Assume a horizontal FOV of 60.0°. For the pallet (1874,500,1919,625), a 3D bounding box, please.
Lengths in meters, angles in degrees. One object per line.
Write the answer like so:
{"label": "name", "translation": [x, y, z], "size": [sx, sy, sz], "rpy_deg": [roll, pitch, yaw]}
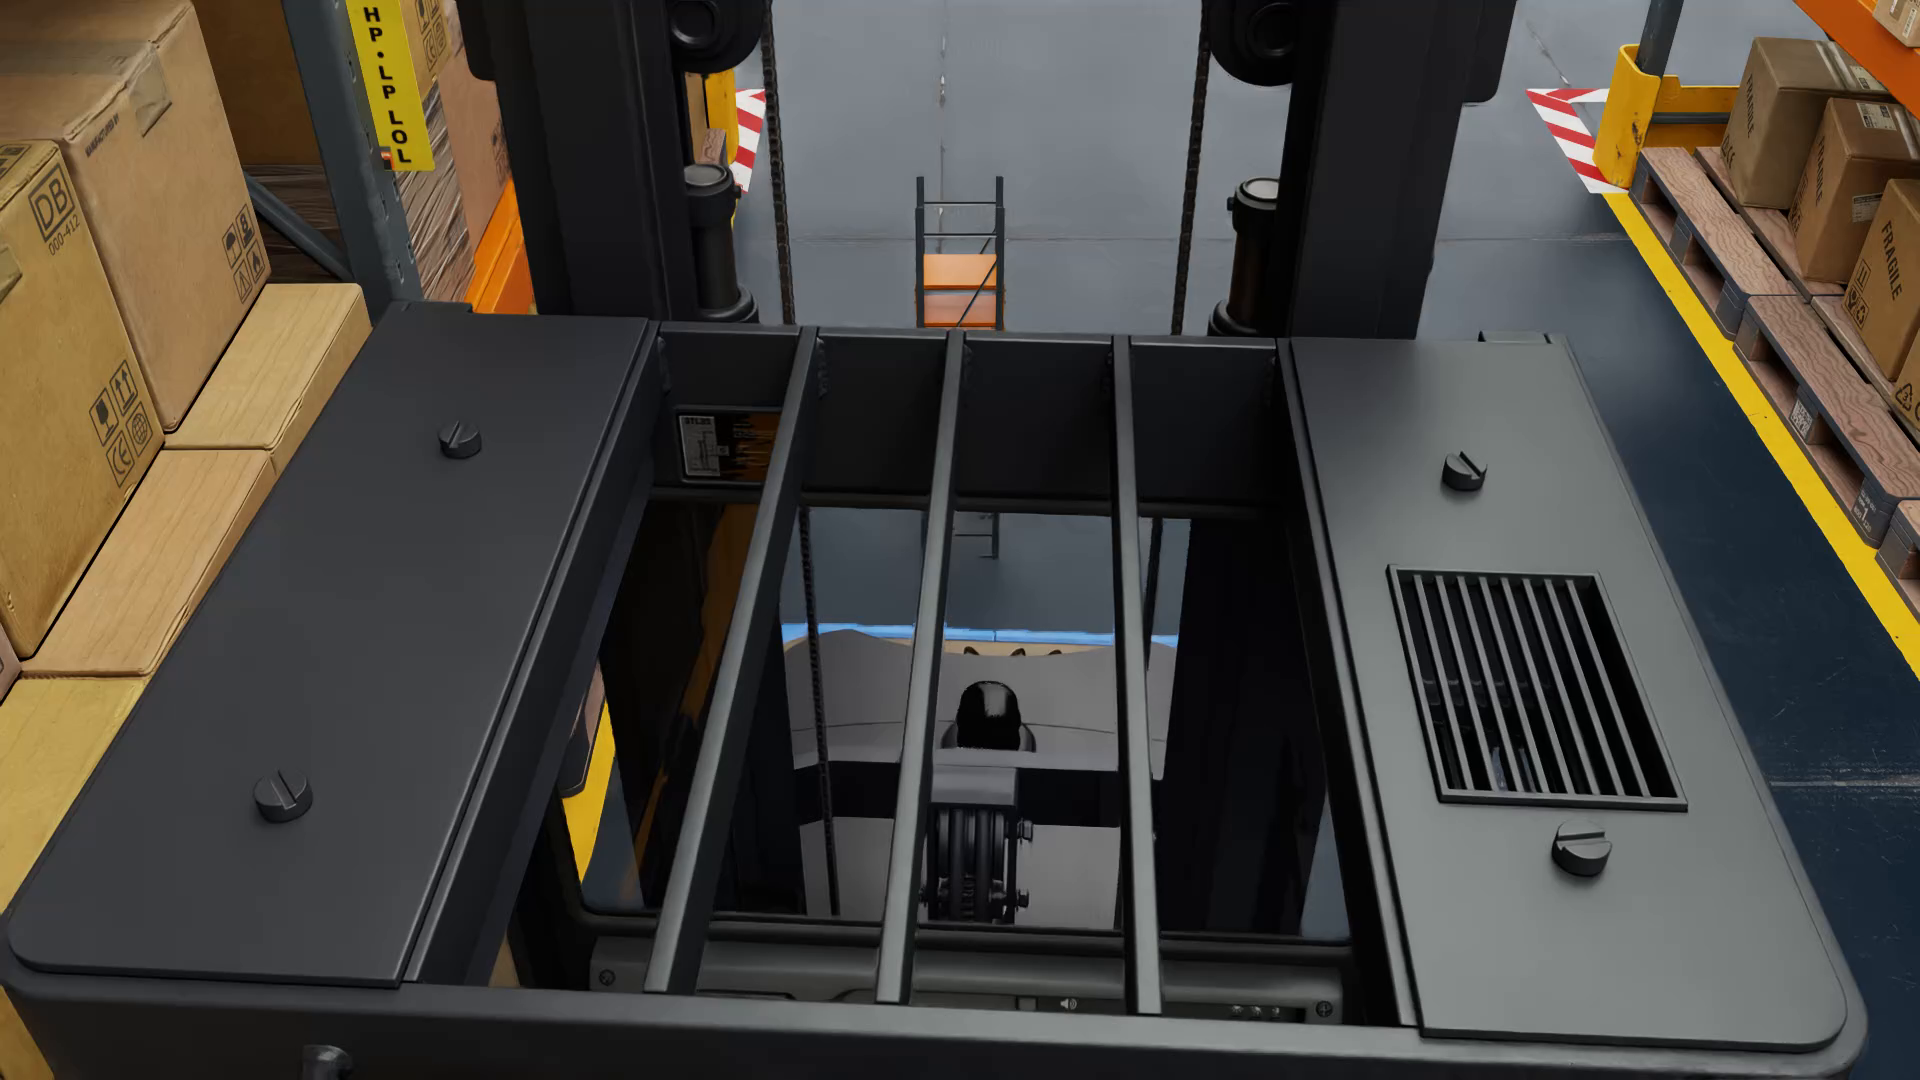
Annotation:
{"label": "pallet", "translation": [3.349, 0.336, 4.662], "size": [1.003, 0.211, 1.213], "rpy_deg": [0, 39, 0]}

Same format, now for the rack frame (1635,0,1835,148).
{"label": "rack frame", "translation": [3.380, -2.834, 6.388], "size": [1.000, 3.000, 0.127], "rpy_deg": [0, 39, 0]}

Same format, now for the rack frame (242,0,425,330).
{"label": "rack frame", "translation": [-1.575, -0.392, 3.341], "size": [1.000, 3.000, 0.127], "rpy_deg": [0, 39, 0]}

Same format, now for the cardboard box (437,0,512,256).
{"label": "cardboard box", "translation": [-1.611, -1.025, 4.011], "size": [0.875, 0.550, 0.550], "rpy_deg": [0, 39, 0]}

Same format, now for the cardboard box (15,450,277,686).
{"label": "cardboard box", "translation": [-1.307, 0.211, 2.508], "size": [0.500, 0.500, 0.500], "rpy_deg": [0, 39, -1]}

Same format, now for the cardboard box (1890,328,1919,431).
{"label": "cardboard box", "translation": [3.337, -0.518, 5.160], "size": [0.500, 0.500, 0.500], "rpy_deg": [-3, 39, -4]}

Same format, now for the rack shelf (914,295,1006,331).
{"label": "rack shelf", "translation": [0.000, -0.630, 4.764], "size": [0.258, 0.103, 0.180], "rpy_deg": [0, 39, 0]}

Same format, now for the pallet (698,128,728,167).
{"label": "pallet", "translation": [-1.501, -1.305, 6.710], "size": [1.003, 0.211, 1.213], "rpy_deg": [0, 39, 0]}

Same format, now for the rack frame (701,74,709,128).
{"label": "rack frame", "translation": [-1.580, -2.894, 6.462], "size": [1.000, 3.000, 0.127], "rpy_deg": [0, 39, 0]}

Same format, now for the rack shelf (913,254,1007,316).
{"label": "rack shelf", "translation": [0.000, -0.724, 4.689], "size": [0.258, 0.103, 0.180], "rpy_deg": [0, 39, 0]}

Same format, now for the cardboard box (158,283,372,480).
{"label": "cardboard box", "translation": [-1.307, -0.105, 2.903], "size": [0.500, 0.500, 0.500], "rpy_deg": [0, 39, 0]}

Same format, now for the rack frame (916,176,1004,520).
{"label": "rack frame", "translation": [0.000, -0.534, 4.957], "size": [0.240, 1.200, 0.006], "rpy_deg": [0, 39, 0]}

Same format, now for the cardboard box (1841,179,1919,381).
{"label": "cardboard box", "translation": [3.381, -0.867, 5.596], "size": [0.500, 0.500, 0.500], "rpy_deg": [3, 39, 4]}

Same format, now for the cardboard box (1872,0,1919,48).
{"label": "cardboard box", "translation": [3.047, -1.619, 5.073], "size": [0.380, 0.149, 0.250], "rpy_deg": [0, 39, 0]}

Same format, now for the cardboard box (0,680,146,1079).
{"label": "cardboard box", "translation": [-1.306, 0.527, 2.114], "size": [0.500, 0.500, 0.500], "rpy_deg": [0, 39, 0]}

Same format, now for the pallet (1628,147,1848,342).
{"label": "pallet", "translation": [3.346, -1.190, 6.566], "size": [1.003, 0.211, 1.213], "rpy_deg": [0, 39, 0]}

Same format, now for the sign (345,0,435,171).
{"label": "sign", "translation": [-1.033, -0.820, 3.012], "size": [0.100, 0.325, 0.005], "rpy_deg": [0, 39, 0]}

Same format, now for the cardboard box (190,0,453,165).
{"label": "cardboard box", "translation": [-1.541, -1.103, 3.244], "size": [0.875, 0.550, 0.550], "rpy_deg": [0, 39, 0]}

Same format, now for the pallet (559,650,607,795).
{"label": "pallet", "translation": [-1.498, 0.220, 4.806], "size": [1.003, 0.211, 1.213], "rpy_deg": [0, 39, 0]}

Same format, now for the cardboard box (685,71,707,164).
{"label": "cardboard box", "translation": [-1.513, -1.804, 6.466], "size": [0.875, 0.875, 0.875], "rpy_deg": [0, 39, 0]}

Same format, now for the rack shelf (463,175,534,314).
{"label": "rack shelf", "translation": [-1.578, -1.362, 5.126], "size": [1.077, 0.370, 4.000], "rpy_deg": [0, 39, 0]}

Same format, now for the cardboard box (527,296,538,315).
{"label": "cardboard box", "translation": [-1.506, -0.120, 4.365], "size": [0.875, 0.875, 0.875], "rpy_deg": [1, 39, 1]}

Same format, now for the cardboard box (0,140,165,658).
{"label": "cardboard box", "translation": [-1.566, -0.189, 2.208], "size": [0.700, 0.500, 0.500], "rpy_deg": [-1, 39, -1]}

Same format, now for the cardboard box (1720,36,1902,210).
{"label": "cardboard box", "translation": [3.364, -1.632, 6.551], "size": [0.500, 0.500, 0.500], "rpy_deg": [7, 39, 8]}

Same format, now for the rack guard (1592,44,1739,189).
{"label": "rack guard", "translation": [3.380, -1.811, 7.110], "size": [1.175, 0.500, 0.348], "rpy_deg": [0, 39, 0]}

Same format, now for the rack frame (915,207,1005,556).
{"label": "rack frame", "translation": [0.000, -0.420, 4.815], "size": [0.240, 1.200, 0.006], "rpy_deg": [0, 39, 0]}

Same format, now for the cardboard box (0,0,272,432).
{"label": "cardboard box", "translation": [-1.569, -0.511, 2.609], "size": [0.700, 0.500, 0.500], "rpy_deg": [-1, 39, -1]}

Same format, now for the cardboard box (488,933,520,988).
{"label": "cardboard box", "translation": [-1.485, 0.710, 3.429], "size": [1.050, 0.750, 0.750], "rpy_deg": [0, 39, 0]}

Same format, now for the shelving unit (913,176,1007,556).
{"label": "shelving unit", "translation": [0.000, -0.477, 4.886], "size": [0.258, 1.200, 0.189], "rpy_deg": [0, 39, 0]}

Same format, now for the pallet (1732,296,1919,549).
{"label": "pallet", "translation": [3.344, -0.429, 5.617], "size": [1.003, 0.211, 1.213], "rpy_deg": [0, 39, 0]}

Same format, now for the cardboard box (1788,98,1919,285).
{"label": "cardboard box", "translation": [3.399, -1.258, 6.084], "size": [0.500, 0.500, 0.500], "rpy_deg": [10, 40, 12]}

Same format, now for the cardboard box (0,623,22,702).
{"label": "cardboard box", "translation": [-1.566, 0.127, 1.814], "size": [0.700, 0.500, 0.500], "rpy_deg": [0, 39, 0]}

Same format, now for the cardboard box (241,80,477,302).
{"label": "cardboard box", "translation": [-1.588, -0.681, 3.582], "size": [0.875, 0.550, 0.550], "rpy_deg": [0, 39, 0]}

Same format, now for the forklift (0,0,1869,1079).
{"label": "forklift", "translation": [-0.007, 0.786, 1.925], "size": [1.130, 2.935, 3.031], "rpy_deg": [2, 39, 2]}

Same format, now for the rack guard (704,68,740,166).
{"label": "rack guard", "translation": [-1.580, -1.933, 7.263], "size": [1.175, 0.500, 0.348], "rpy_deg": [0, 39, 0]}
